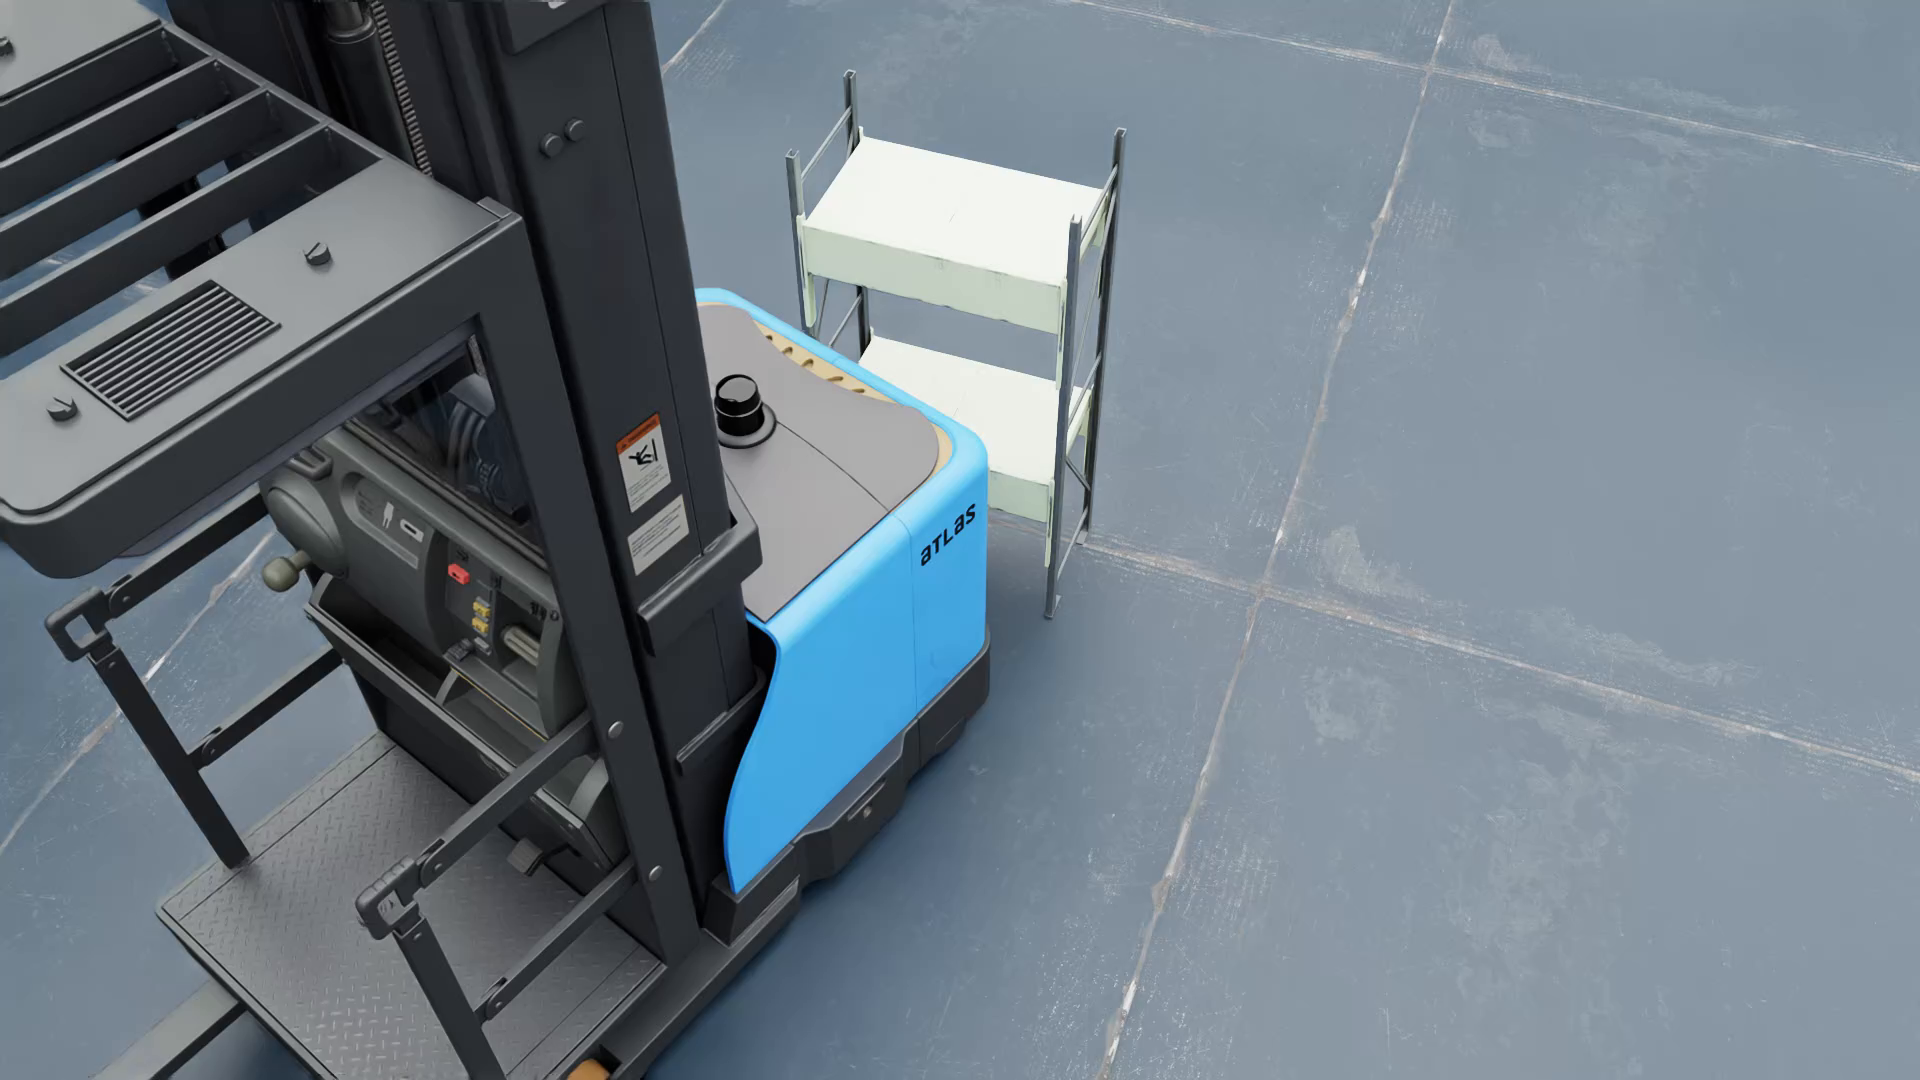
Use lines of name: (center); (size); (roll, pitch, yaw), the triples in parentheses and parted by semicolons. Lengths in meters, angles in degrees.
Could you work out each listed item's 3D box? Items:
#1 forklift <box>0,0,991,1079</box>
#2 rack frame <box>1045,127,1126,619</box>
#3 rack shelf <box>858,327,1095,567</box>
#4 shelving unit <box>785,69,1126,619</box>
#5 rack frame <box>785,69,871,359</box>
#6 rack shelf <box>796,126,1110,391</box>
forklift: (-1.233, 0.138, 3.191); (1.130, 2.935, 3.031); (31, 56, 24)
rack frame: (0.337, -0.397, 4.602); (0.023, 1.500, 0.400); (16, 51, 13)
rack shelf: (-0.006, -0.279, 4.931); (0.720, 0.370, 0.431); (16, 51, 13)
shelving unit: (-0.006, -0.493, 4.685); (0.755, 1.500, 0.431); (16, 51, 13)
rack frame: (-0.350, -0.589, 4.768); (0.023, 1.500, 0.400); (16, 51, 13)
rack shelf: (-0.006, -0.749, 4.390); (0.720, 0.370, 0.431); (16, 51, 13)
